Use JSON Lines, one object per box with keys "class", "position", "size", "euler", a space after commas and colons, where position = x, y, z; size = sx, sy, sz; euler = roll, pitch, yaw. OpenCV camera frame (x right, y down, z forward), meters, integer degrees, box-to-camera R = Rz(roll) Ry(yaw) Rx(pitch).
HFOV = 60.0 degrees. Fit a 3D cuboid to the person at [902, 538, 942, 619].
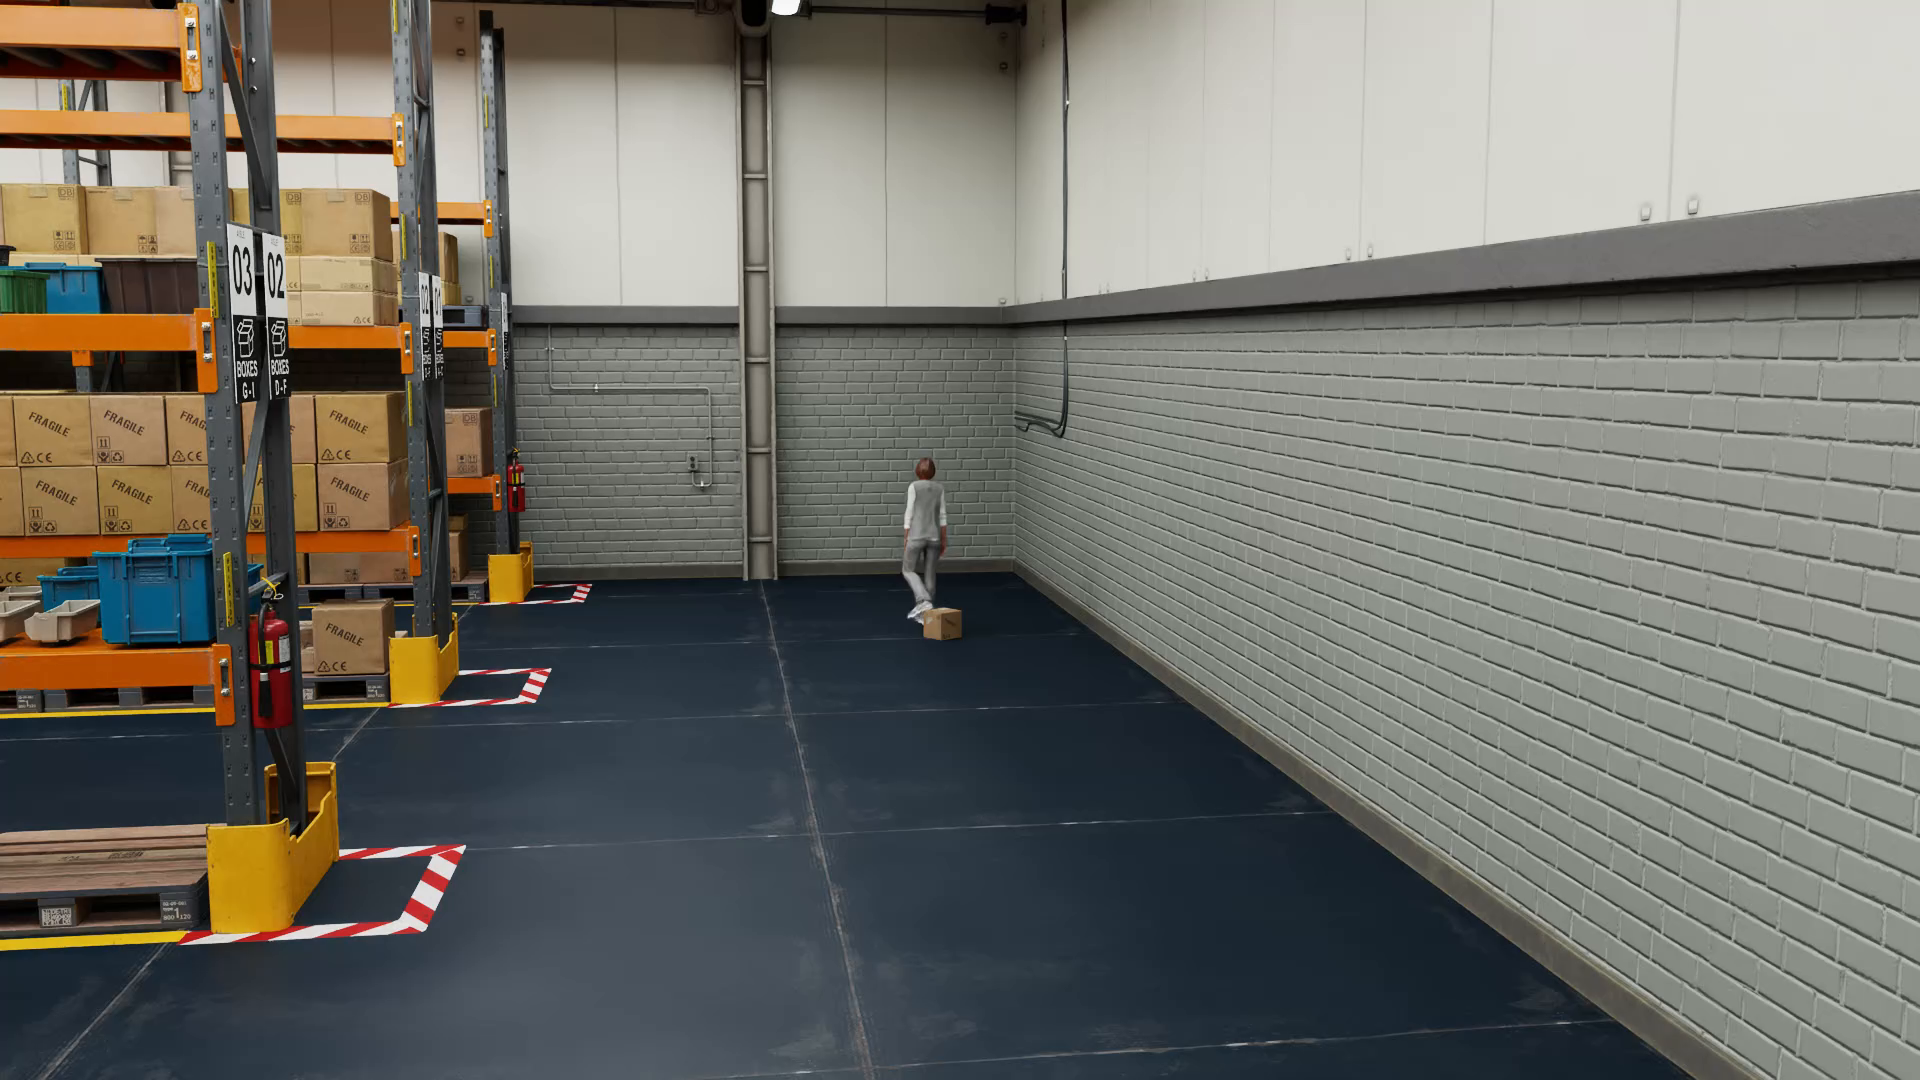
{"class": "person", "position": [-0.331, 0.302, 15.807], "size": [0.356, 0.886, 0.419], "euler": [-2, 7, -20]}
